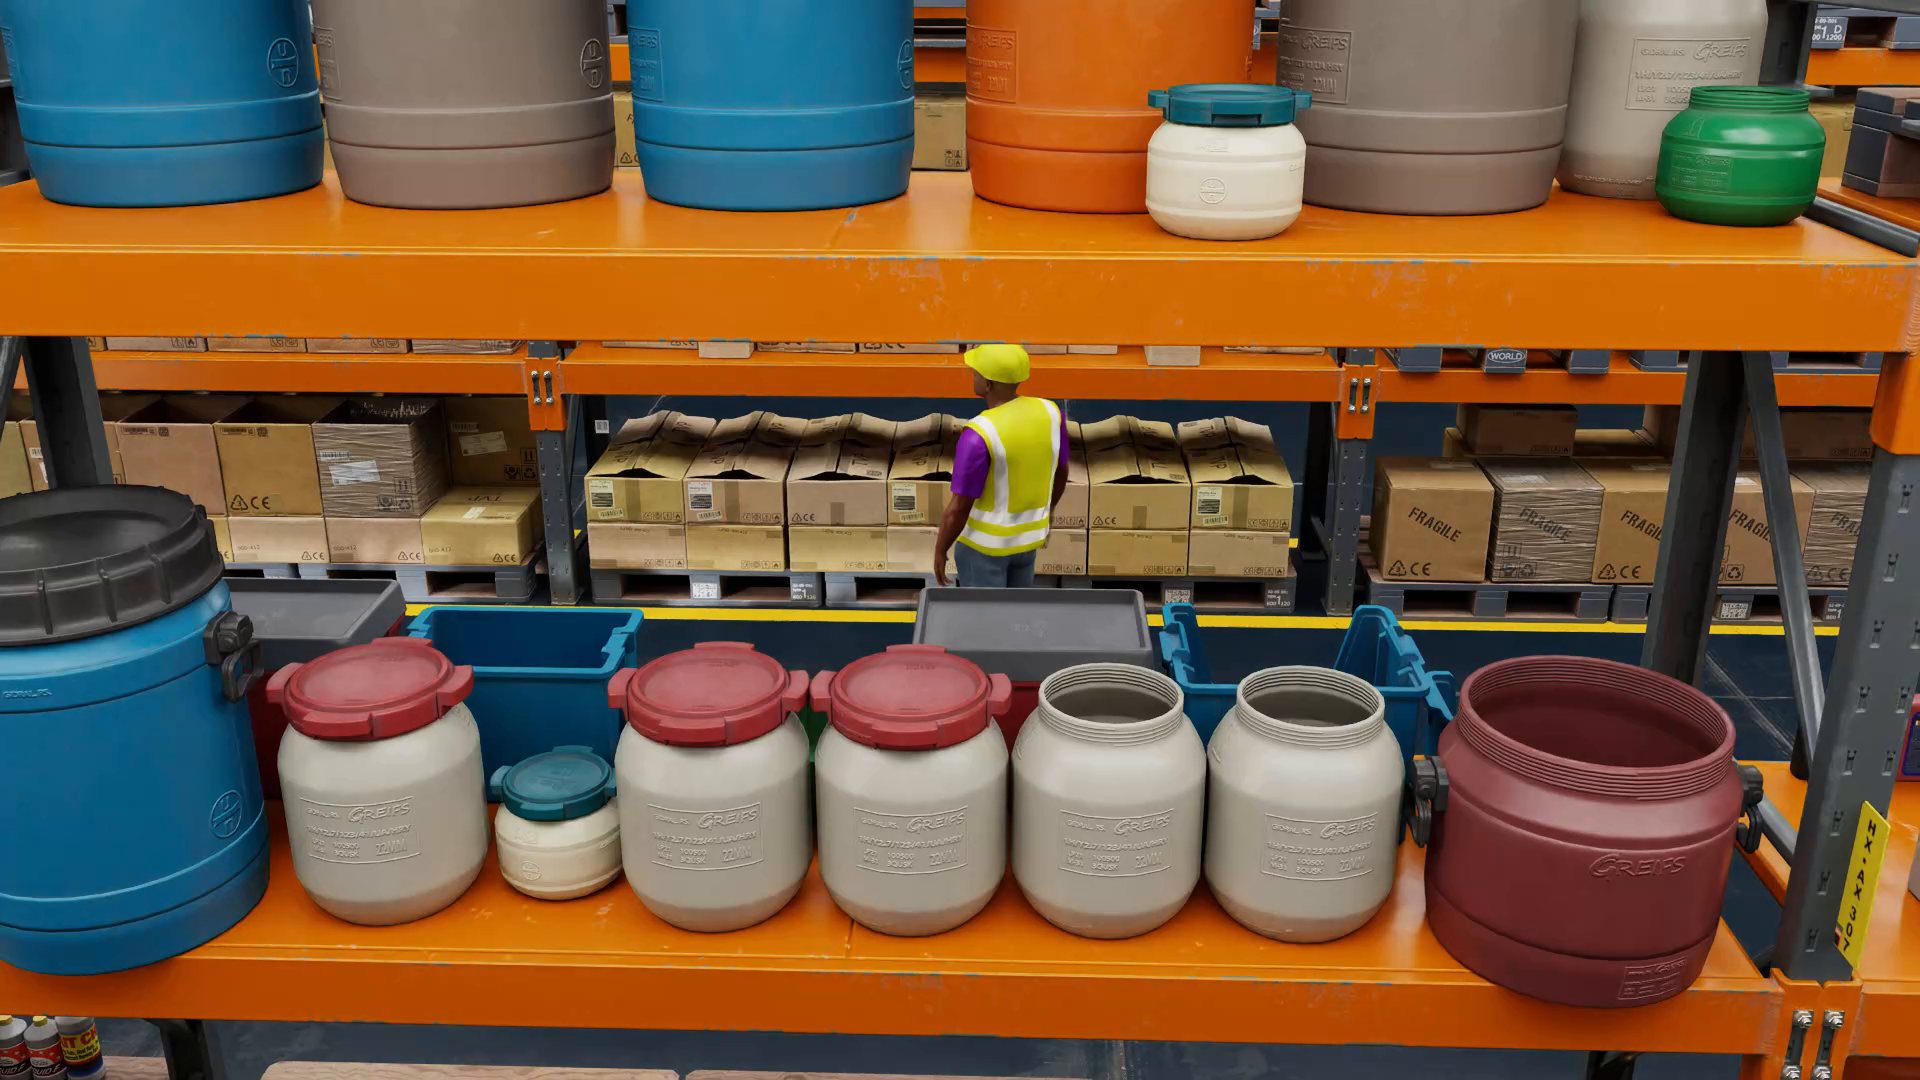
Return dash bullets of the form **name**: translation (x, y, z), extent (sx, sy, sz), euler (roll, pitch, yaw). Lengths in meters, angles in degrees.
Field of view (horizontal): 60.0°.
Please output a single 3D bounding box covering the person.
- **person**: translation (0.120, -0.034, 7.112), extent (0.666, 1.767, 0.576), euler (-17, 26, -37)
